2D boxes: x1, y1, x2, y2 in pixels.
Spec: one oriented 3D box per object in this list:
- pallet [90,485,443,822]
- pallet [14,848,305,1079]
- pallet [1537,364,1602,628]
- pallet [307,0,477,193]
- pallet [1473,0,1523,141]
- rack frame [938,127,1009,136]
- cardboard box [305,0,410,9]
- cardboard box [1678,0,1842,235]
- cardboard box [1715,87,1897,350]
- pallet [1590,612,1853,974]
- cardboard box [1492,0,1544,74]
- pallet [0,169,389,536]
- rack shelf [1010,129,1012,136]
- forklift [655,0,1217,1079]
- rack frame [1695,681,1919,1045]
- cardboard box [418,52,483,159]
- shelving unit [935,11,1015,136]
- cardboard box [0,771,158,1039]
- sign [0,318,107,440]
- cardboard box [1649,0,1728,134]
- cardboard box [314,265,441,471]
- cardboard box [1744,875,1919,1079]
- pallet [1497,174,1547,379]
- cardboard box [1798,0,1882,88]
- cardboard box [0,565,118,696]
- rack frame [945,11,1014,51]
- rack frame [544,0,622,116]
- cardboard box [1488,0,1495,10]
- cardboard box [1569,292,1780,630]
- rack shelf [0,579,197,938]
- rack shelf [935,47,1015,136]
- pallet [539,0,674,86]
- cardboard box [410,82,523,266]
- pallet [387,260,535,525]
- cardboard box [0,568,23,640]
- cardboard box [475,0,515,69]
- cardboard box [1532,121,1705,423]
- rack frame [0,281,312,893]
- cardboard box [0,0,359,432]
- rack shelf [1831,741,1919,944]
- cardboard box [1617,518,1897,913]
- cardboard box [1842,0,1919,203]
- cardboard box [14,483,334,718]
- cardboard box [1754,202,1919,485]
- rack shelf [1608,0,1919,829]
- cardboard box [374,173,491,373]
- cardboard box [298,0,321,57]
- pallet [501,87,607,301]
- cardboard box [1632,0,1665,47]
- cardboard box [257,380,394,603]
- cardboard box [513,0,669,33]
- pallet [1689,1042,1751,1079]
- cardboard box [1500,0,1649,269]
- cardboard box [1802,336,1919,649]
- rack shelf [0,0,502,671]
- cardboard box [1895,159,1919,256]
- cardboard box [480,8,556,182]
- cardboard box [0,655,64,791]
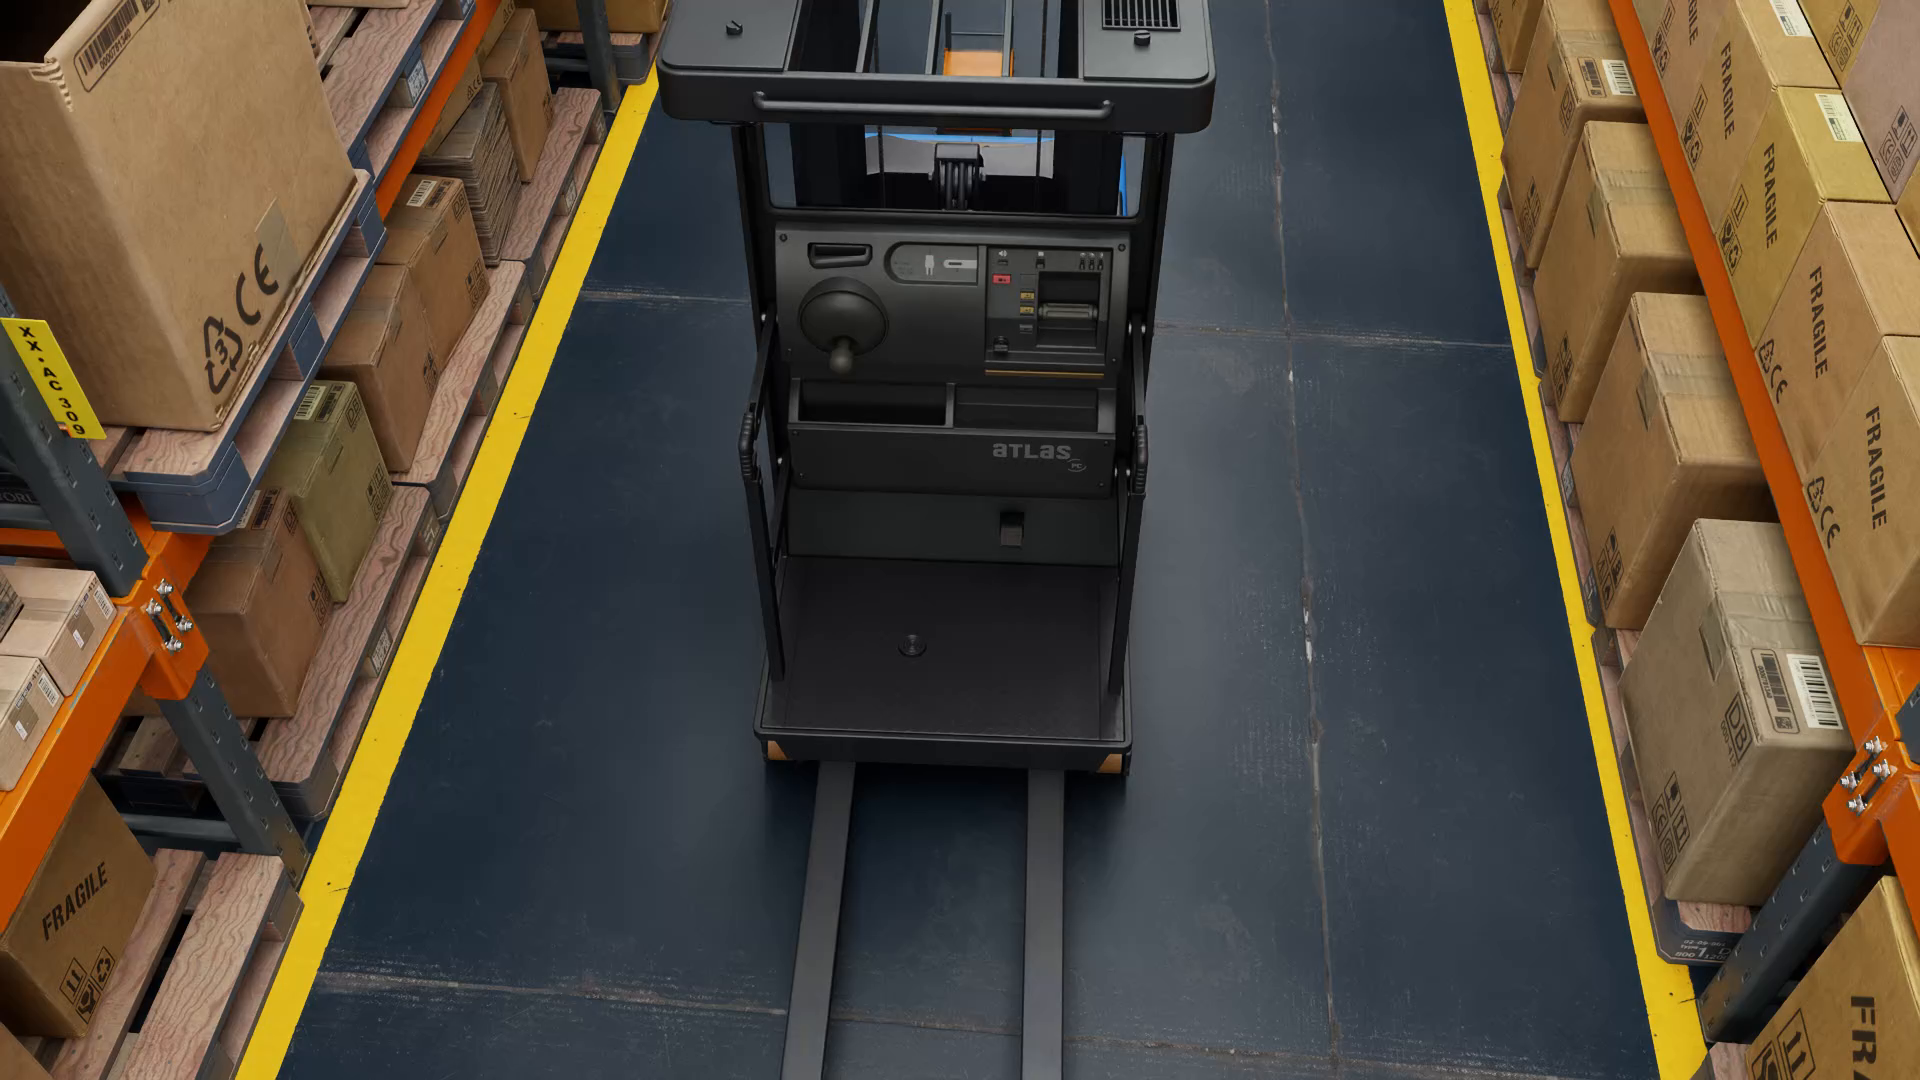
[{"bbox_3d":[-2.342,0.301,5.331,1.003,0.211,1.213,4,48,4],"label":"pallet"},{"bbox_3d":[-2.437,1.369,4.355,1.003,0.211,1.213,4,48,4],"label":"pallet"},{"bbox_3d":[2.623,-0.190,5.780,1.003,0.211,1.213,4,48,4],"label":"pallet"},{"bbox_3d":[-2.186,-1.485,5.205,1.003,0.211,1.213,4,48,4],"label":"pallet"},{"bbox_3d":[2.956,-2.232,7.649,1.003,0.211,1.213,4,48,4],"label":"pallet"},{"bbox_3d":[0.045,-1.077,5.922,0.240,1.200,0.015,2,48,2],"label":"rack frame"},{"bbox_3d":[-1.930,-1.860,5.225,0.396,0.266,0.258,3,48,2],"label":"cardboard box"},{"bbox_3d":[2.436,-1.211,4.757,0.500,0.500,0.500,3,48,3],"label":"cardboard box"},{"bbox_3d":[2.392,-0.838,4.416,0.500,0.500,0.500,4,48,4],"label":"cardboard box"},{"bbox_3d":[2.514,0.709,4.958,1.003,0.211,1.213,4,48,4],"label":"pallet"},{"bbox_3d":[2.683,-2.398,7.320,0.500,0.500,0.500,4,48,3],"label":"cardboard box"},{"bbox_3d":[-2.197,-0.555,4.355,1.003,0.211,1.213,4,48,4],"label":"pallet"},{"bbox_3d":[0.057,-1.362,5.971,0.258,0.148,0.480,2,48,2],"label":"rack shelf"},{"bbox_3d":[-0.030,-0.529,4.247,1.130,2.935,3.031,2,48,2],"label":"forklift"},{"bbox_3d":[2.519,0.340,3.406,1.000,3.000,0.127,4,48,4],"label":"rack frame"},{"bbox_3d":[-2.116,-1.680,6.142,0.500,0.250,0.500,9,48,8],"label":"cardboard box"},{"bbox_3d":[0.057,-1.256,6.086,0.258,1.200,0.503,2,48,2],"label":"shelving unit"},{"bbox_3d":[-2.488,0.925,4.280,0.500,0.500,0.500,3,48,2],"label":"cardboard box"},{"bbox_3d":[-1.870,-0.329,3.431,0.100,0.325,0.005,4,48,4],"label":"sign"},{"bbox_3d":[2.484,-1.577,5.092,0.500,0.500,0.500,4,48,3],"label":"cardboard box"},{"bbox_3d":[-2.221,-0.583,5.646,0.700,0.500,0.500,0,48,0],"label":"cardboard box"},{"bbox_3d":[2.392,1.373,3.617,0.875,0.875,0.875,5,48,4],"label":"cardboard box"},{"bbox_3d":[2.736,-1.084,6.598,1.003,0.211,1.213,4,48,4],"label":"pallet"},{"bbox_3d":[2.697,-1.517,4.359,0.700,0.500,0.500,3,48,3],"label":"cardboard box"},{"bbox_3d":[-2.138,0.195,3.709,0.380,0.149,0.250,4,48,4],"label":"cardboard box"},{"bbox_3d":[0.069,-1.436,6.251,0.240,1.200,0.015,2,48,2],"label":"rack frame"},{"bbox_3d":[-2.047,-3.007,6.467,1.000,3.000,0.127,4,48,4],"label":"rack frame"},{"bbox_3d":[2.734,-2.780,7.669,0.500,0.500,0.500,6,48,5],"label":"cardboard box"},{"bbox_3d":[2.578,-0.213,5.152,1.050,0.750,0.750,4,48,4],"label":"cardboard box"},{"bbox_3d":[-2.594,1.645,2.700,1.077,0.370,4.000,4,48,4],"label":"rack shelf"},{"bbox_3d":[0.057,-1.522,5.796,0.258,0.148,0.480,2,48,2],"label":"rack shelf"},{"bbox_3d":[-1.900,-2.640,8.022,1.003,0.211,1.213,4,48,4],"label":"pallet"},{"bbox_3d":[-2.126,-1.410,6.402,0.700,0.500,0.500,0,48,0],"label":"cardboard box"},{"bbox_3d":[-2.233,-0.598,6.154,1.003,0.211,1.213,4,48,4],"label":"pallet"},{"bbox_3d":[-2.514,0.125,3.334,0.875,0.500,0.500,4,48,4],"label":"cardboard box"},{"bbox_3d":[-2.078,-2.071,6.499,0.500,0.250,0.500,6,48,5],"label":"cardboard box"},{"bbox_3d":[2.662,-0.898,5.778,1.050,0.750,0.750,5,48,4],"label":"cardboard box"},{"bbox_3d":[-2.411,-0.068,3.779,1.000,3.000,0.127,4,48,4],"label":"rack frame"},{"bbox_3d":[-2.199,-0.986,3.928,1.000,1.000,1.000,4,48,4],"label":"cardboard box"},{"bbox_3d":[2.337,2.053,2.327,1.077,0.370,4.000,4,48,4],"label":"rack shelf"},{"bbox_3d":[2.486,0.496,4.504,1.050,0.750,0.750,4,48,3],"label":"cardboard box"},{"bbox_3d":[2.650,-1.146,4.020,0.700,0.500,0.500,4,48,4],"label":"cardboard box"},{"bbox_3d":[-2.334,0.178,4.950,0.700,0.500,0.500,1,48,1],"label":"cardboard box"},{"bbox_3d":[2.346,-0.466,4.076,0.500,0.500,0.500,3,48,3],"label":"cardboard box"},{"bbox_3d":[2.701,-0.887,5.016,1.077,0.370,4.000,4,48,4],"label":"rack shelf"},{"bbox_3d":[-2.171,-0.993,6.021,0.700,0.500,0.500,7,48,7],"label":"cardboard box"},{"bbox_3d":[-2.345,-1.524,4.757,0.797,0.503,0.637,8,48,8],"label":"cardboard box"},{"bbox_3d":[-2.119,-1.492,6.971,1.003,0.211,1.213,4,48,4],"label":"pallet"},{"bbox_3d":[2.530,-1.947,5.431,0.500,0.500,0.500,3,48,3],"label":"cardboard box"},{"bbox_3d":[-2.272,-0.171,5.270,0.700,0.500,0.500,4,48,3],"label":"cardboard box"},{"bbox_3d":[-1.963,-2.937,7.559,1.225,0.875,0.875,2,48,2],"label":"cardboard box"},{"bbox_3d":[2.372,1.835,3.929,1.003,0.211,1.213,4,48,4],"label":"pallet"},{"bbox_3d":[2.738,-1.540,6.366,1.050,0.750,0.750,3,48,3],"label":"cardboard box"},{"bbox_3d":[2.300,-0.095,3.736,0.500,0.500,0.500,4,48,3],"label":"cardboard box"},{"bbox_3d":[-2.229,-1.295,5.389,1.077,0.370,4.000,4,48,4],"label":"rack shelf"},{"bbox_3d":[2.603,-0.774,3.680,0.700,0.500,0.500,3,48,3],"label":"cardboard box"},{"bbox_3d":[-2.088,-1.818,6.776,0.700,0.500,0.500,2,48,1],"label":"cardboard box"},{"bbox_3d":[-2.170,0.378,3.542,0.380,0.149,0.250,4,48,4],"label":"cardboard box"}]
